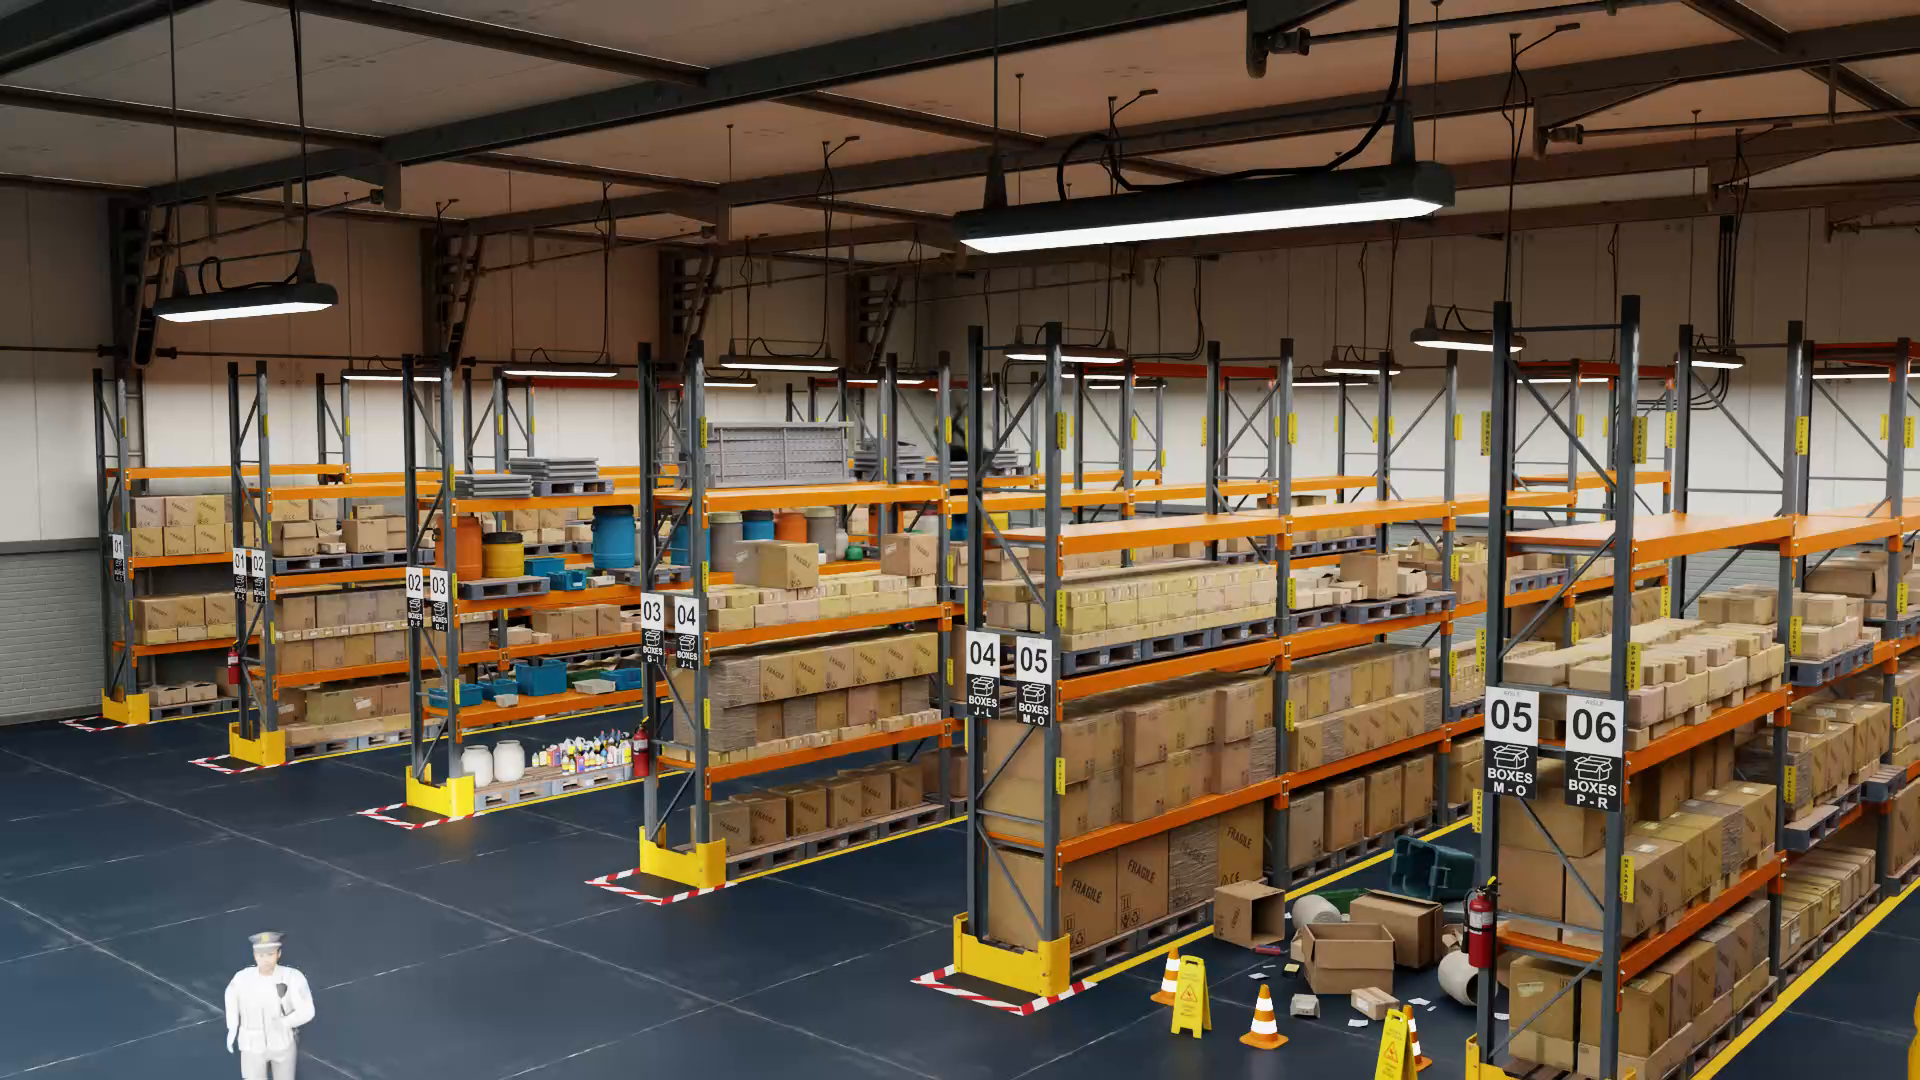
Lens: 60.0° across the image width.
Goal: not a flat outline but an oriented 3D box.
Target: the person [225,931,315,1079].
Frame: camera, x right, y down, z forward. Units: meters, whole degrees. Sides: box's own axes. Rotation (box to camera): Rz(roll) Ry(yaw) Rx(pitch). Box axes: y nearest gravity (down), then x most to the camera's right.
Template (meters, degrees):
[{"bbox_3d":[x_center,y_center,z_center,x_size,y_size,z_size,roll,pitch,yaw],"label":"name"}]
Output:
[{"bbox_3d":[-4.681,3.483,11.300,0.580,1.734,0.832,-1,4,-19],"label":"person"}]
